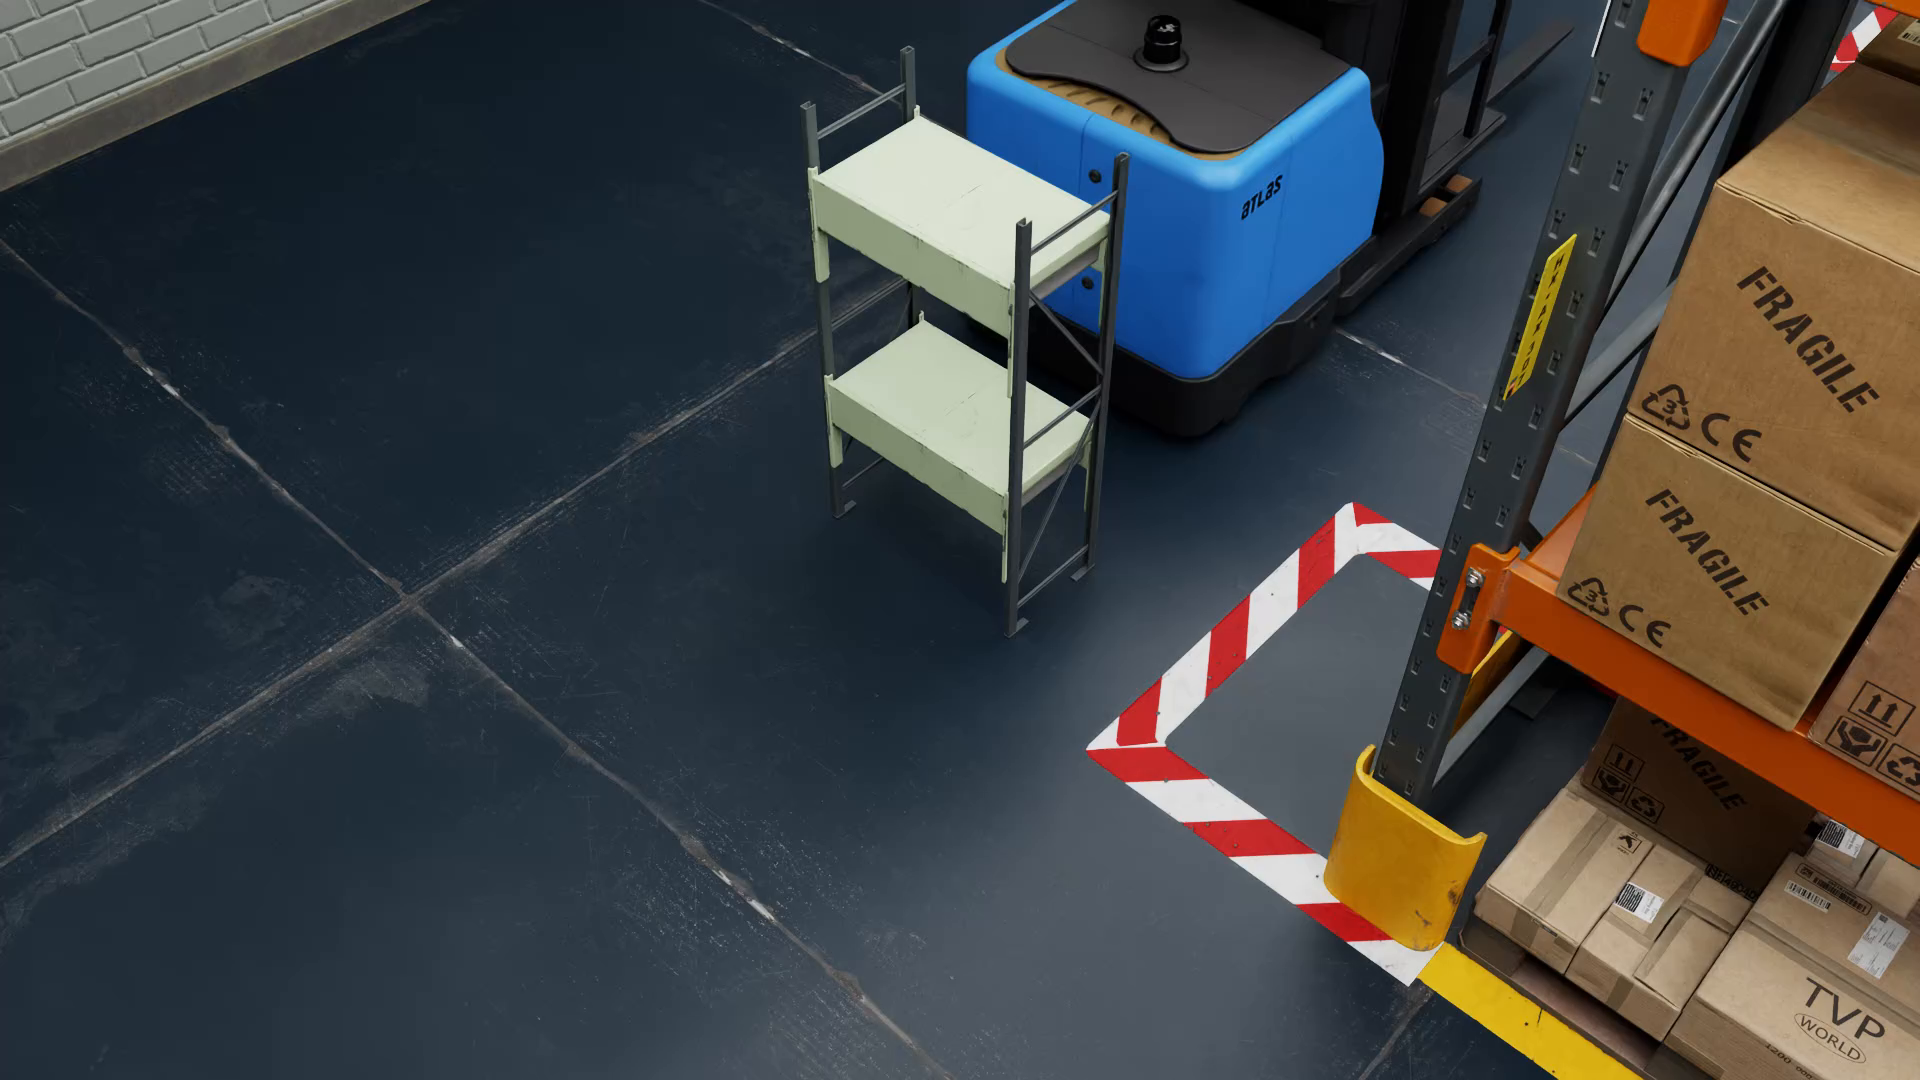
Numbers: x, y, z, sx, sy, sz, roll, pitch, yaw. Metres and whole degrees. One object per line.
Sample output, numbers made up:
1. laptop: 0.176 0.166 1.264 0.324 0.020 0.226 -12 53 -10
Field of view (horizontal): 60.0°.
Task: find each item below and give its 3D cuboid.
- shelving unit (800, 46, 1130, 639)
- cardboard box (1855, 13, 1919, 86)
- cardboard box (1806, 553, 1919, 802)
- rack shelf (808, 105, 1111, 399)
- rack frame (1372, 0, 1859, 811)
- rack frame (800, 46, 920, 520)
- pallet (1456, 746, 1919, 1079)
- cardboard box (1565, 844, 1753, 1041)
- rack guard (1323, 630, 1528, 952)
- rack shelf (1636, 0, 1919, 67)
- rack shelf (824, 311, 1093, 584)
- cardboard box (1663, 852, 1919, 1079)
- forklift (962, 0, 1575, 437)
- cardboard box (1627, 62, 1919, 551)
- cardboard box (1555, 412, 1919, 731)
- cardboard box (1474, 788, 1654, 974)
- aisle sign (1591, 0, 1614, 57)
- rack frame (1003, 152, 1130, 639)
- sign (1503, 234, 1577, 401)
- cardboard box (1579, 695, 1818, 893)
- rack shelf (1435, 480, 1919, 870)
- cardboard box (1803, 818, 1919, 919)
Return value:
1. shelving unit: 0.005 -0.510 4.700 0.755 1.500 0.431 34 55 28
2. cardboard box: 1.916 -0.691 3.087 0.500 0.500 0.500 33 55 27
3. cardboard box: 1.932 0.191 2.945 0.500 0.500 0.500 33 55 27
4. rack shelf: 0.005 -0.777 4.416 0.720 0.370 0.431 34 55 28
5. rack frame: 1.402 -0.388 3.556 0.127 3.000 1.000 34 55 28
6. rack frame: -0.264 -0.691 4.870 0.023 1.500 0.400 34 55 28
7. pallet: 2.045 0.998 4.168 1.213 0.211 1.003 34 55 28
8. cardboard box: 1.661 0.946 3.946 0.250 0.166 0.380 34 55 28
9. rack guard: 1.458 0.505 4.432 0.348 0.500 1.175 34 55 28
10. rack shelf: 2.872 -0.179 1.797 4.000 0.370 1.077 34 55 28
11. rack shelf: 0.005 -0.287 4.938 0.720 0.370 0.431 34 55 28
12. cardboard box: 1.977 1.071 3.771 0.500 0.250 0.500 34 55 28
13. forklift: 1.346 -2.348 5.444 1.130 2.935 3.031 32 55 26
14. cardboard box: 1.549 -0.404 2.817 0.500 0.500 0.500 36 56 29
15. cardboard box: 1.549 -0.061 3.181 0.500 0.500 0.500 35 56 28
16. cardboard box: 1.477 0.829 4.068 0.250 0.149 0.380 34 55 28
17. aisle sign: 1.153 -1.154 2.493 0.004 0.787 0.394 34 55 28
18. rack frame: 0.274 -0.329 4.530 0.023 1.500 0.400 34 55 28
19. sign: 1.034 -0.393 2.968 0.005 0.325 0.100 34 55 28
20. cardboard box: 1.969 0.454 4.179 0.500 0.500 0.500 34 55 28
21. rack shelf: 2.872 0.847 2.890 4.000 0.370 1.077 34 55 28
22. cardboard box: 2.205 0.817 4.067 0.250 0.166 0.380 34 55 28
